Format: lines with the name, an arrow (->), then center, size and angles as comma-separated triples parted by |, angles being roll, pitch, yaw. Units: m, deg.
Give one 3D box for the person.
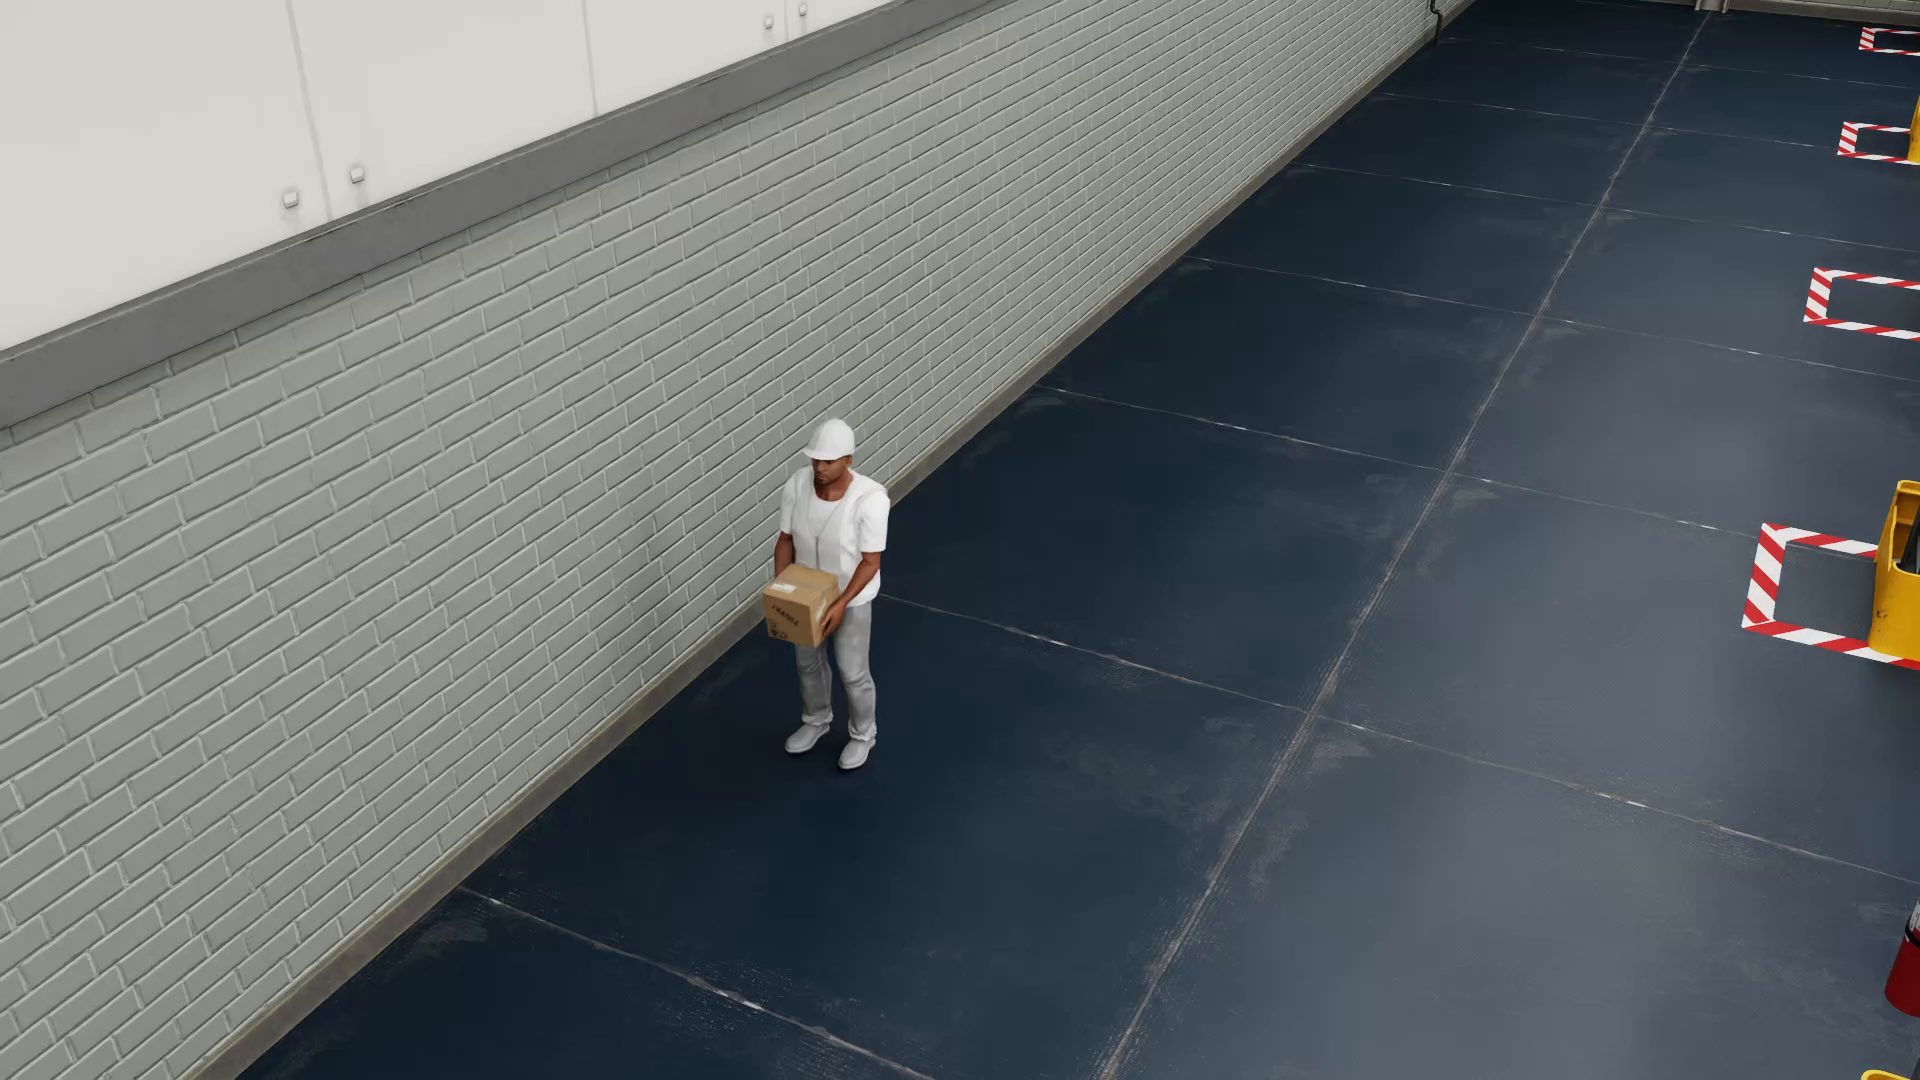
person -> -0.628, 0.284, 7.773 | 0.548, 1.769, 0.541 | 14, 33, 23
